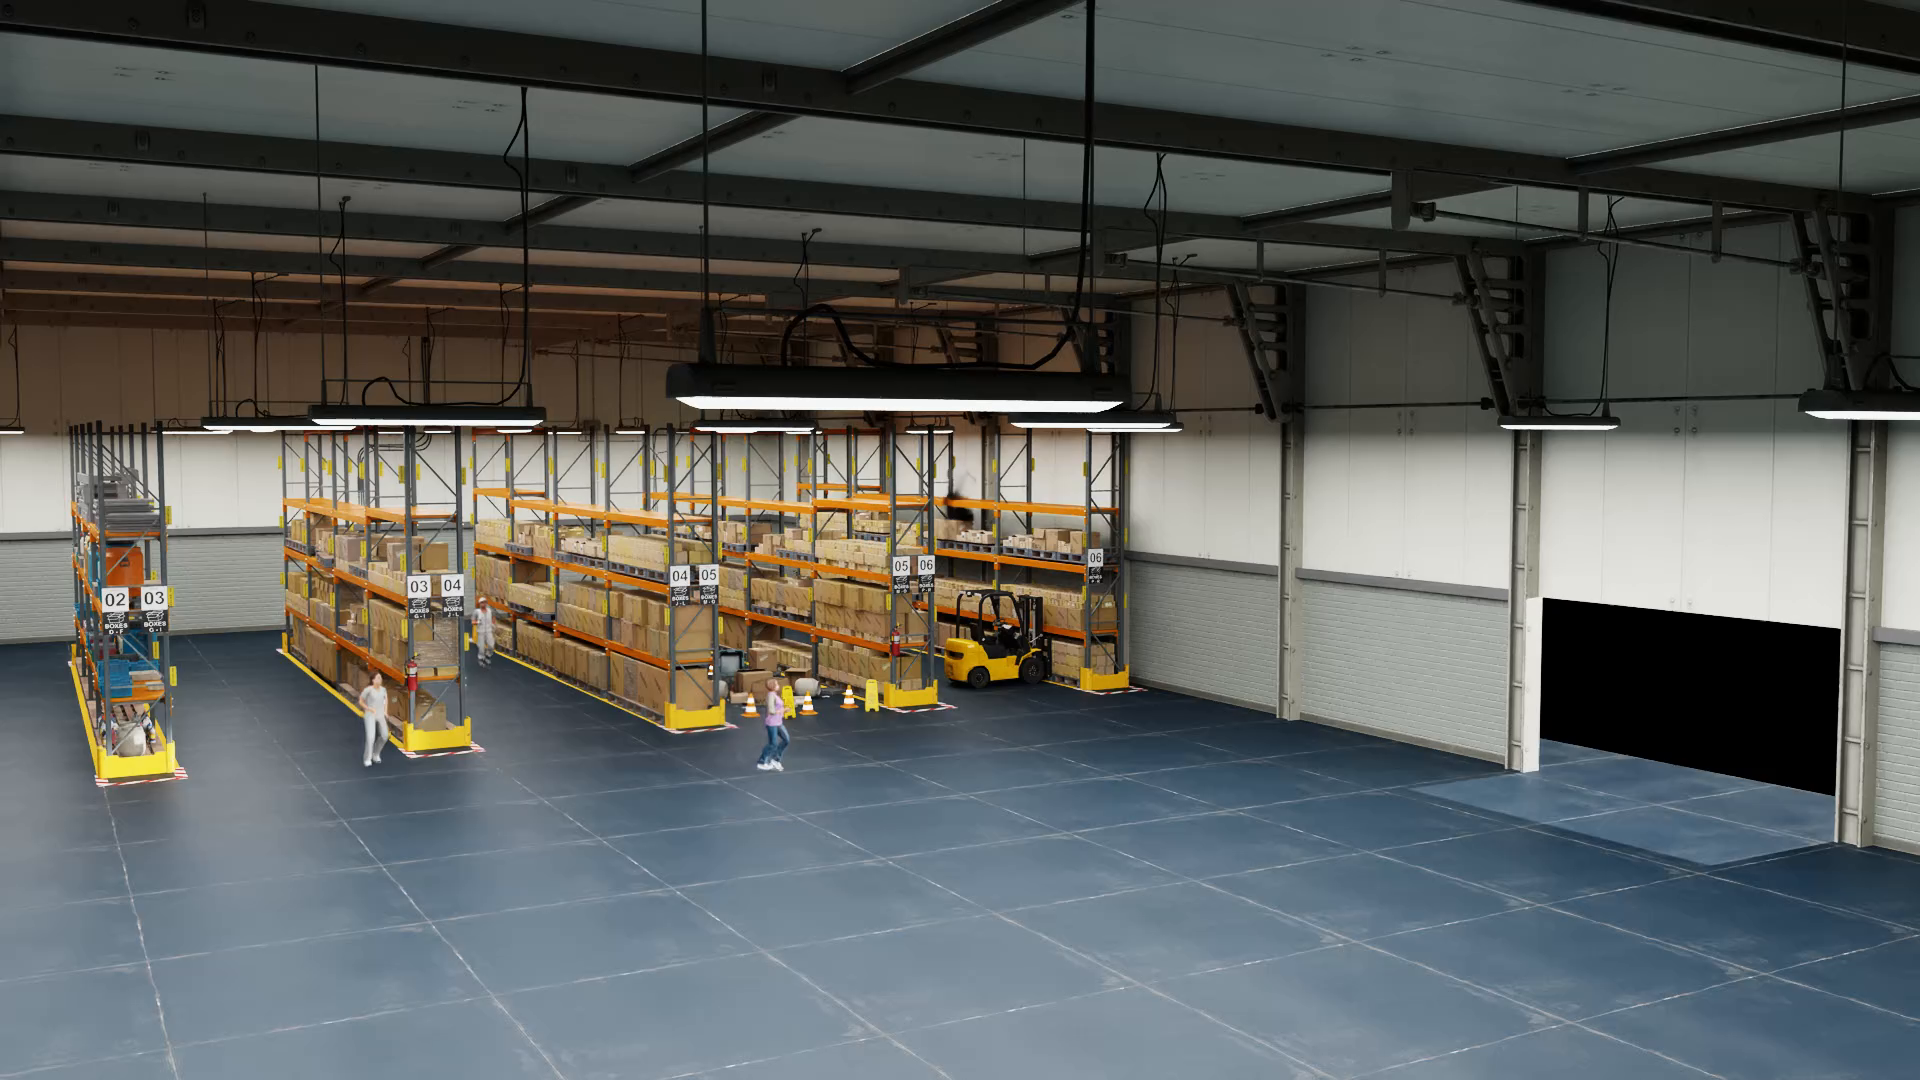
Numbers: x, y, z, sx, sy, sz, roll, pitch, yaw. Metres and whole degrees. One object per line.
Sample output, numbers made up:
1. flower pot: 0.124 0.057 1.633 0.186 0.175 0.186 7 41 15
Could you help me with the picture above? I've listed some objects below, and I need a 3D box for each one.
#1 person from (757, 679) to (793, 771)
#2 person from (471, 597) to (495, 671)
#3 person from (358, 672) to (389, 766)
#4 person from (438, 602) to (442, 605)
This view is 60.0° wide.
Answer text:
1. person: -3.157 3.168 28.421 0.639 1.608 0.517 0 4 8
2. person: -11.667 2.312 40.838 0.635 1.809 0.681 -2 4 -28
3. person: -10.223 3.118 29.144 0.595 1.619 0.512 -3 5 -44
4. person: -14.752 2.022 45.987 0.787 1.730 0.555 1 4 15
